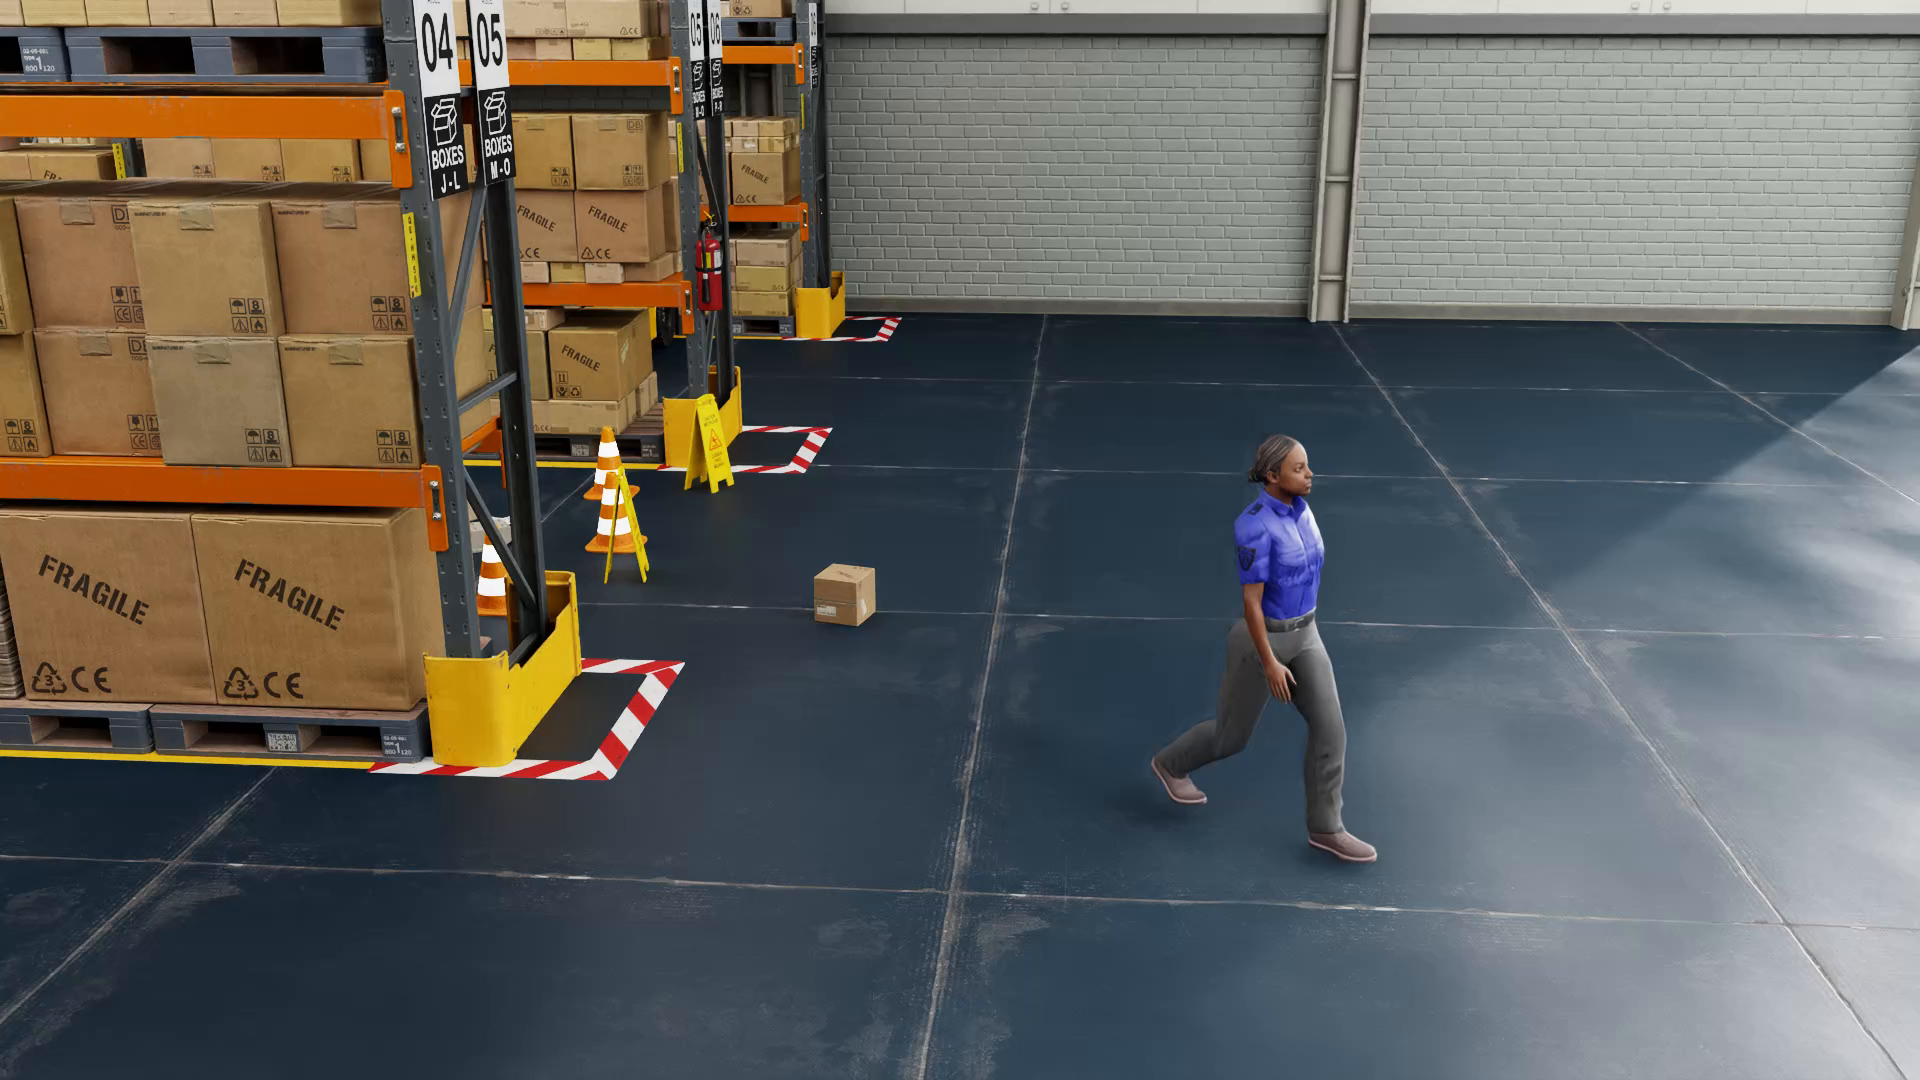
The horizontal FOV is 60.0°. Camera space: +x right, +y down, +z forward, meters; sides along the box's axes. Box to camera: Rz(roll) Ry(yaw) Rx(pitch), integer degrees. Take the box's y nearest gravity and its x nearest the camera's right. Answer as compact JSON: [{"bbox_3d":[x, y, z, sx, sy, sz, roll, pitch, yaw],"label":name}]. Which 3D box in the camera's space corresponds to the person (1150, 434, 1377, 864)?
[{"bbox_3d":[1.179,0.384,6.330,0.441,1.603,0.968,-15,23,-40],"label":"person"}]
